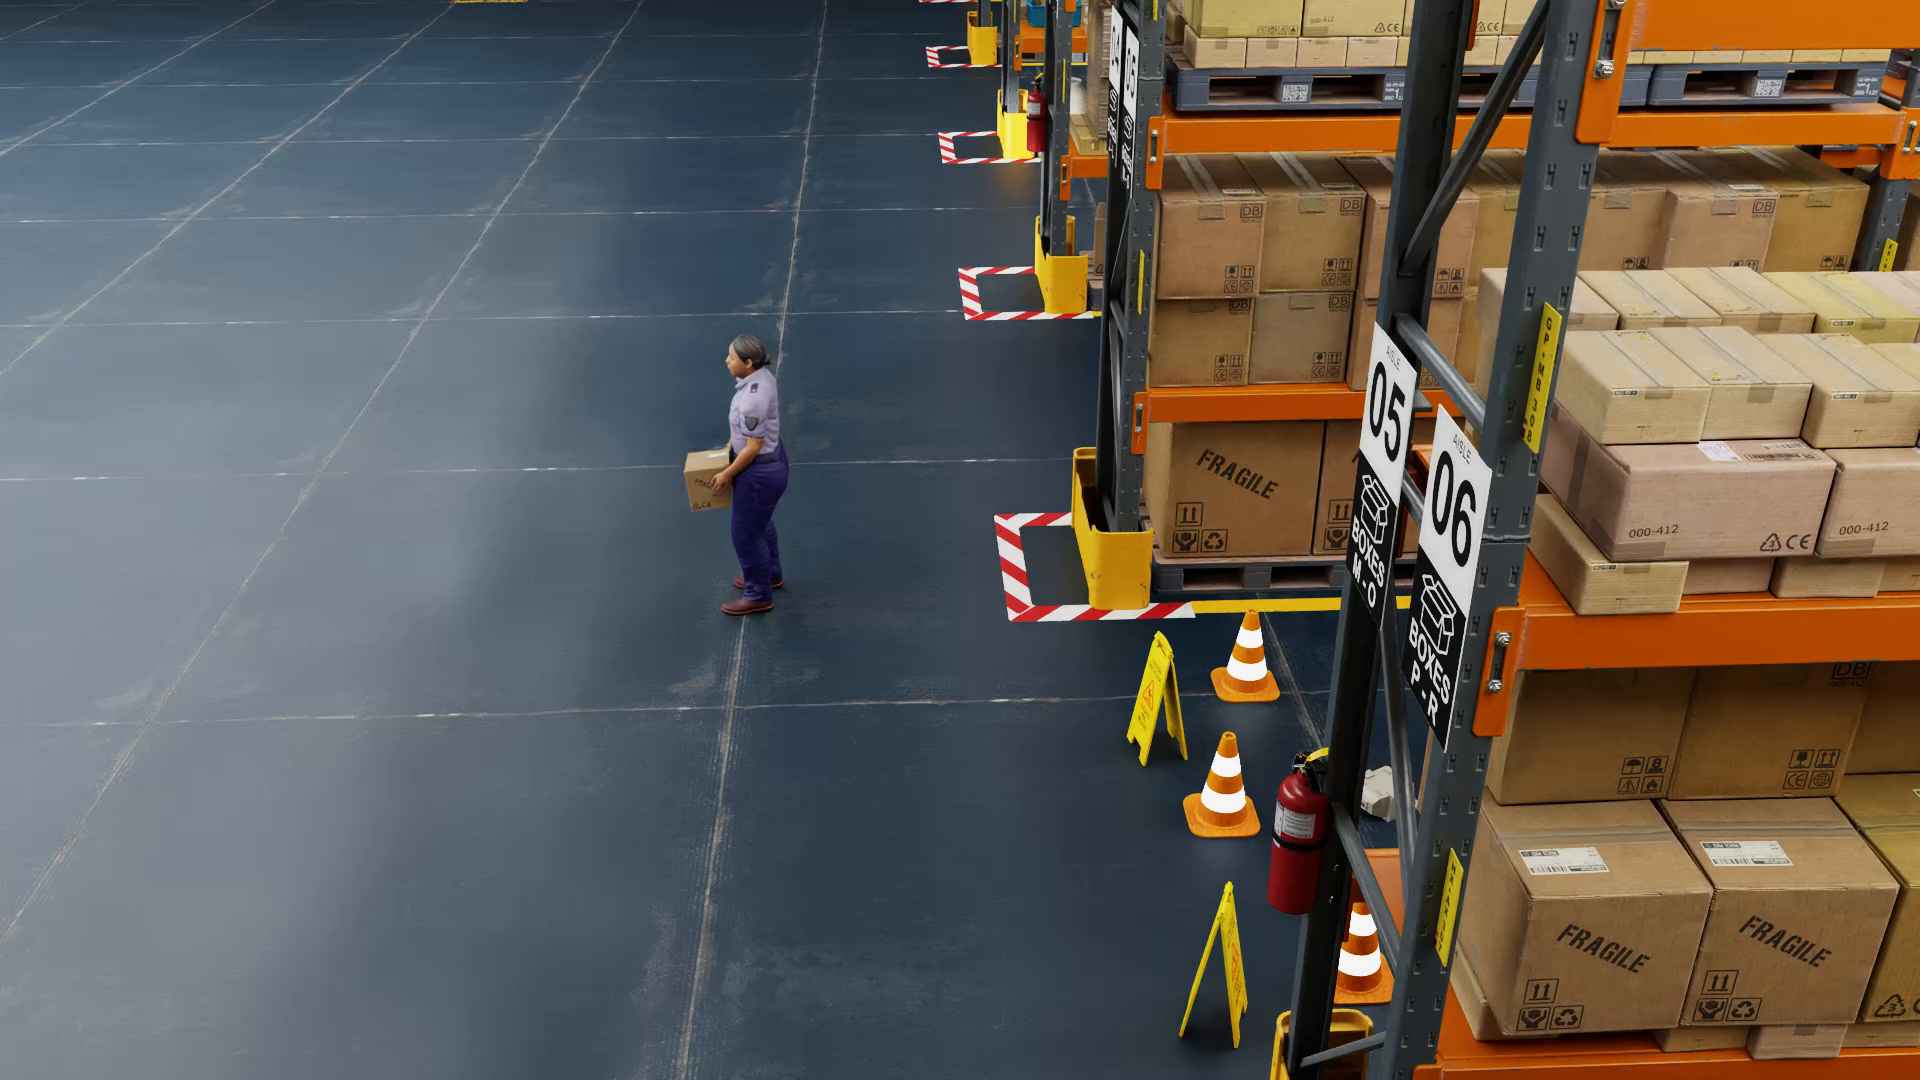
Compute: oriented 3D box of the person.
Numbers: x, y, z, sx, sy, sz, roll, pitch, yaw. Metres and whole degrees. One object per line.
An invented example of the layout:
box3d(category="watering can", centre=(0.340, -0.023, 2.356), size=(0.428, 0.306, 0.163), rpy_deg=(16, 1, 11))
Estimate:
box3d(category="person", centre=(-1.178, -0.382, 9.350), size=(0.423, 1.656, 0.506), rpy_deg=(-2, 28, -3))
